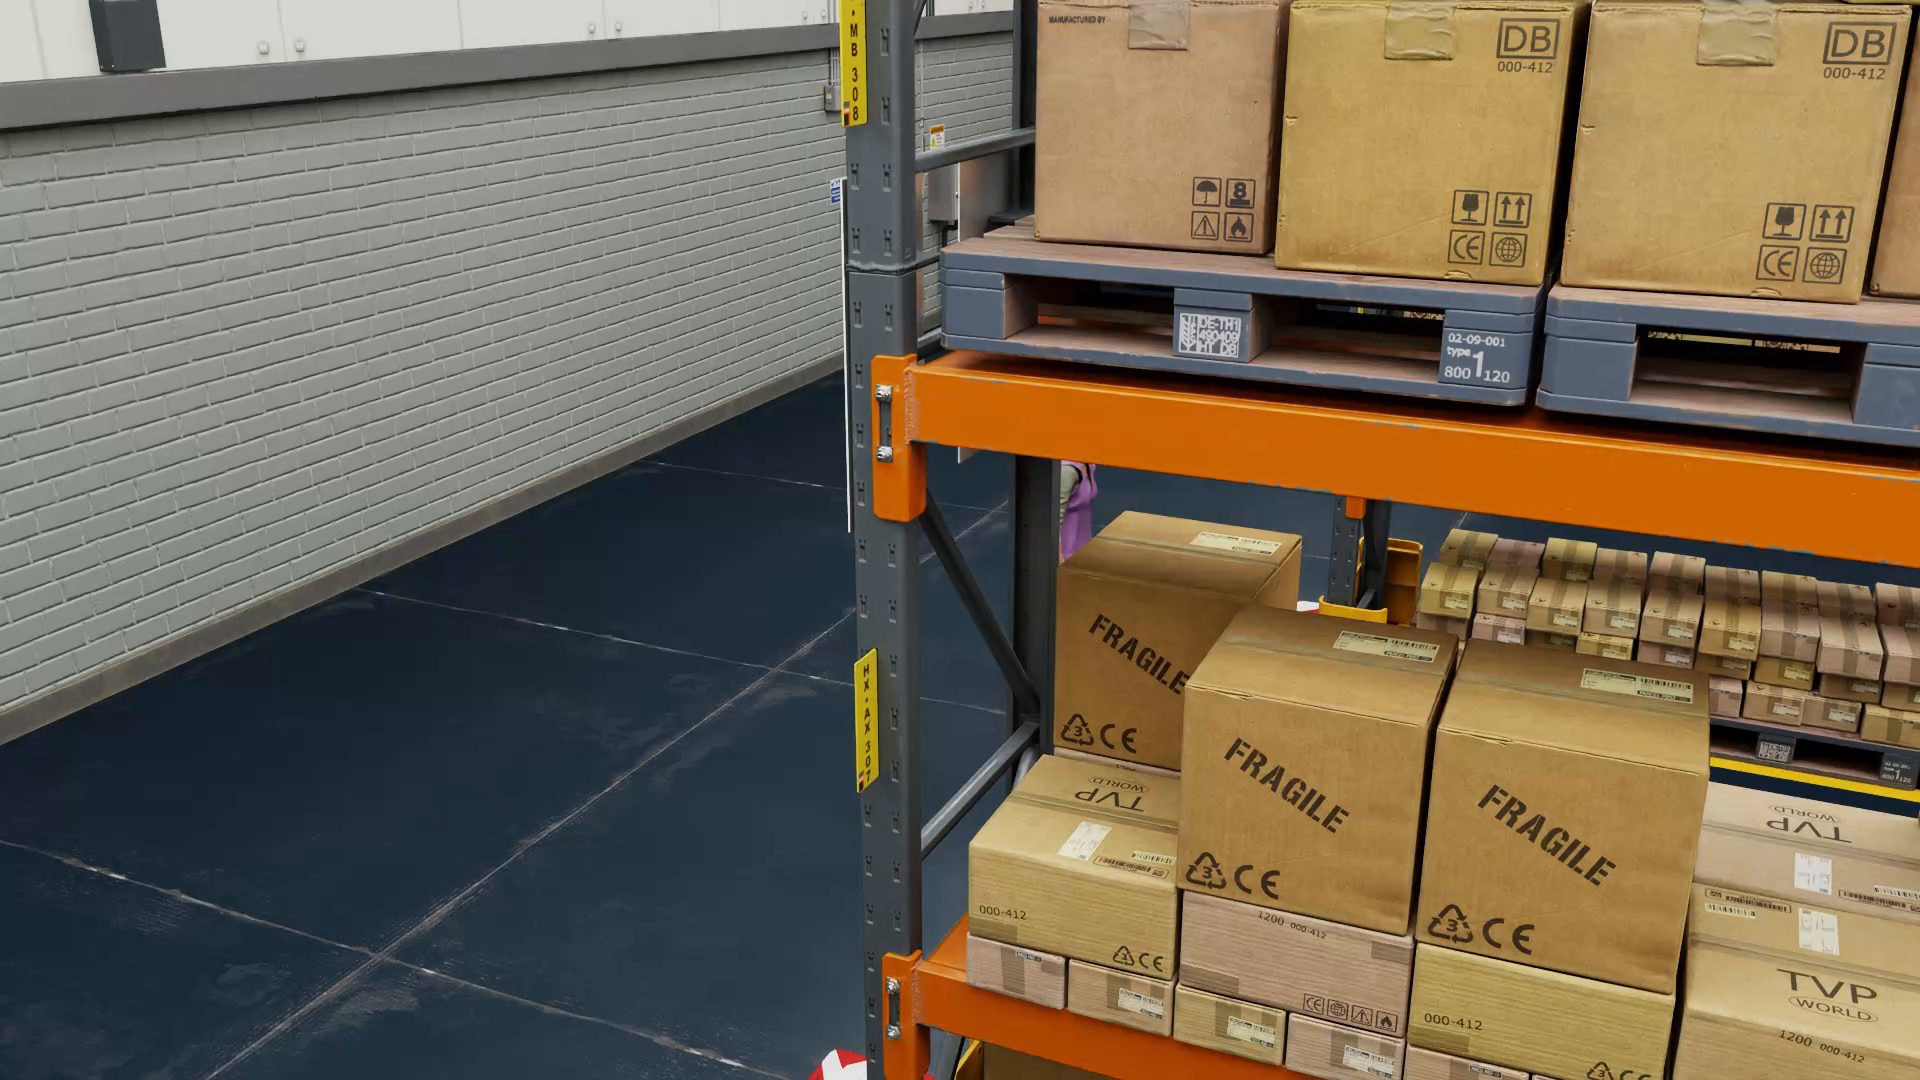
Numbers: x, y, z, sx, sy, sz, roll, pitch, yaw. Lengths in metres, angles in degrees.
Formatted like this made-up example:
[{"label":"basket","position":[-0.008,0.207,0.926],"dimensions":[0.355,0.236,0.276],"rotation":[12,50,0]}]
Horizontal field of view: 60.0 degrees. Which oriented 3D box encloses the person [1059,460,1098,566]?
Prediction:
[{"label":"person","position":[0.542,0.114,8.283],"dimensions":[0.344,1.576,0.480],"rotation":[8,21,21]}]
